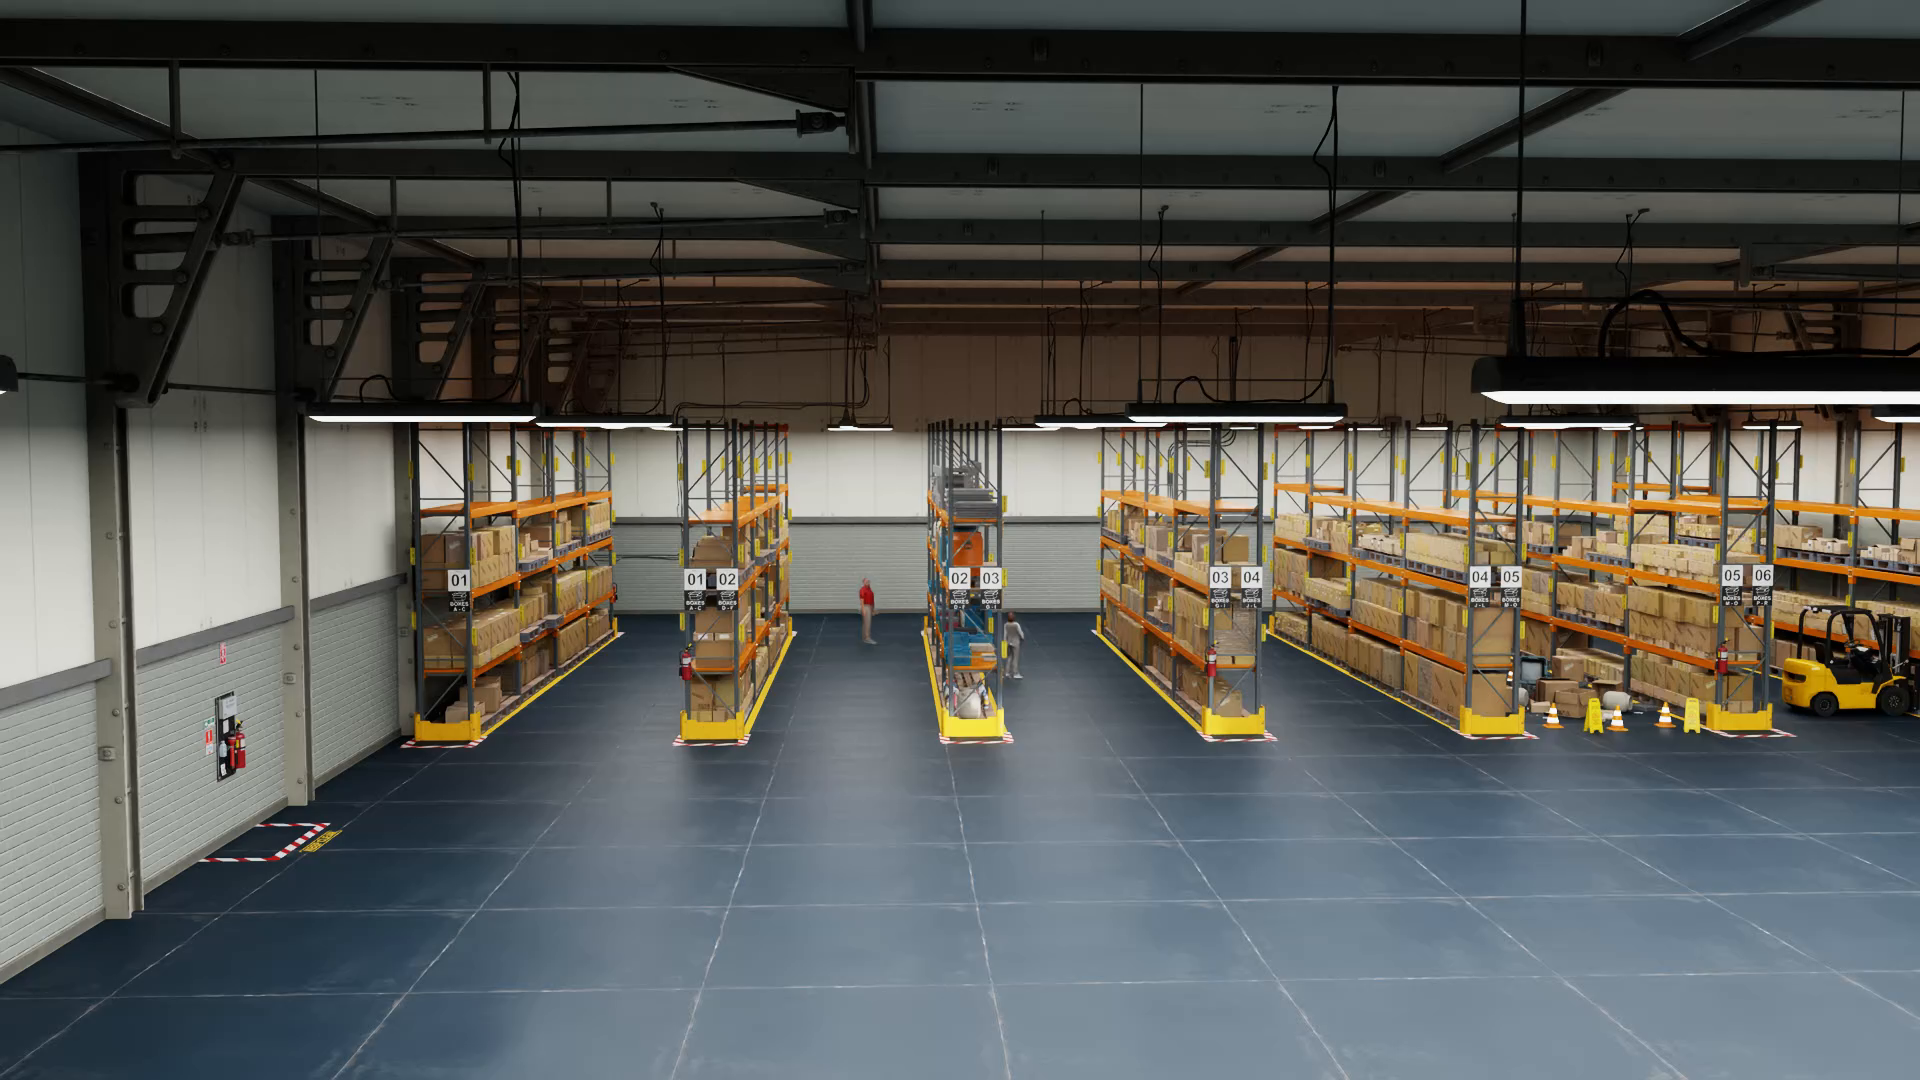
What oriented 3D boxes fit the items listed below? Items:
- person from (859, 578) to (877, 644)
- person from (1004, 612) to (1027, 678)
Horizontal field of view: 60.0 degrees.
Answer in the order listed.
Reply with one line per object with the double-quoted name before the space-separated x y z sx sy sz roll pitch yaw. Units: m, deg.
"person" -2.425 1.890 44.494 0.486 1.727 0.577 1 4 9
"person" 1.256 2.464 38.787 0.481 1.599 0.545 3 5 40
